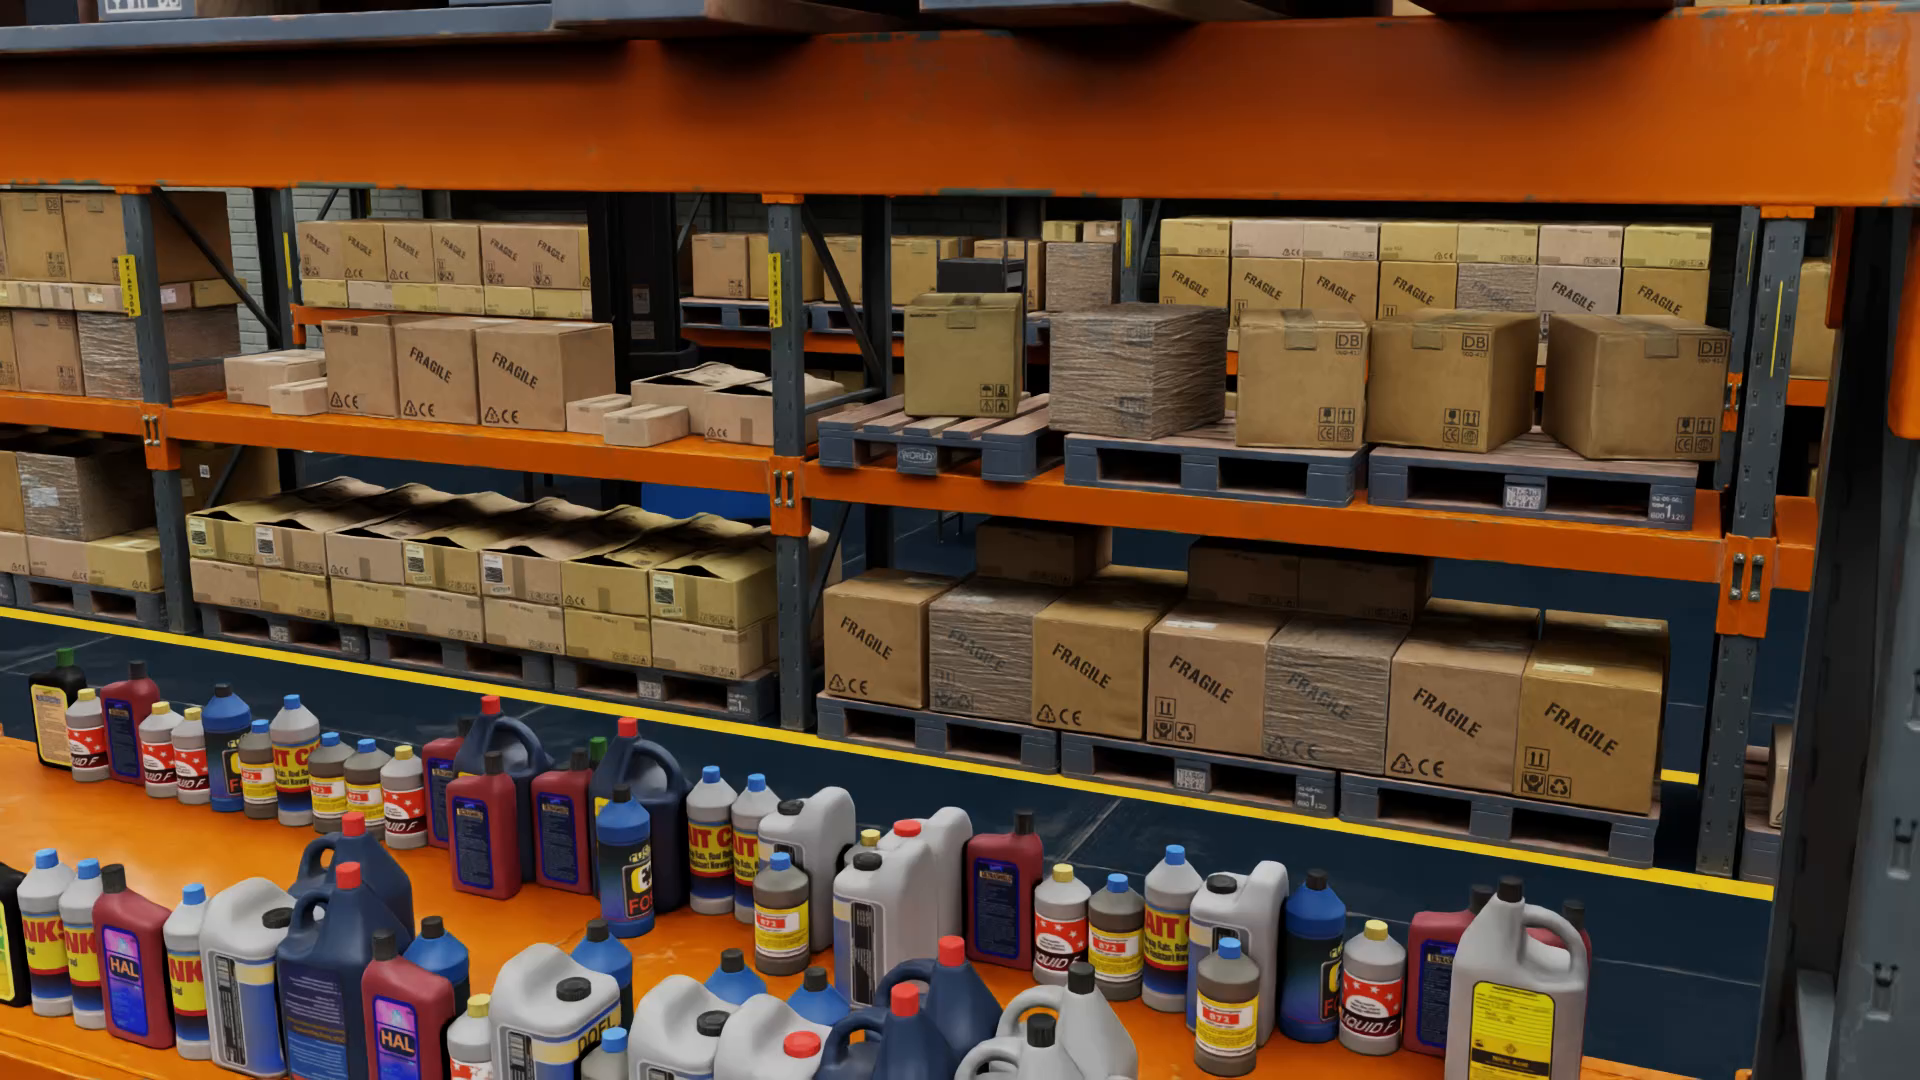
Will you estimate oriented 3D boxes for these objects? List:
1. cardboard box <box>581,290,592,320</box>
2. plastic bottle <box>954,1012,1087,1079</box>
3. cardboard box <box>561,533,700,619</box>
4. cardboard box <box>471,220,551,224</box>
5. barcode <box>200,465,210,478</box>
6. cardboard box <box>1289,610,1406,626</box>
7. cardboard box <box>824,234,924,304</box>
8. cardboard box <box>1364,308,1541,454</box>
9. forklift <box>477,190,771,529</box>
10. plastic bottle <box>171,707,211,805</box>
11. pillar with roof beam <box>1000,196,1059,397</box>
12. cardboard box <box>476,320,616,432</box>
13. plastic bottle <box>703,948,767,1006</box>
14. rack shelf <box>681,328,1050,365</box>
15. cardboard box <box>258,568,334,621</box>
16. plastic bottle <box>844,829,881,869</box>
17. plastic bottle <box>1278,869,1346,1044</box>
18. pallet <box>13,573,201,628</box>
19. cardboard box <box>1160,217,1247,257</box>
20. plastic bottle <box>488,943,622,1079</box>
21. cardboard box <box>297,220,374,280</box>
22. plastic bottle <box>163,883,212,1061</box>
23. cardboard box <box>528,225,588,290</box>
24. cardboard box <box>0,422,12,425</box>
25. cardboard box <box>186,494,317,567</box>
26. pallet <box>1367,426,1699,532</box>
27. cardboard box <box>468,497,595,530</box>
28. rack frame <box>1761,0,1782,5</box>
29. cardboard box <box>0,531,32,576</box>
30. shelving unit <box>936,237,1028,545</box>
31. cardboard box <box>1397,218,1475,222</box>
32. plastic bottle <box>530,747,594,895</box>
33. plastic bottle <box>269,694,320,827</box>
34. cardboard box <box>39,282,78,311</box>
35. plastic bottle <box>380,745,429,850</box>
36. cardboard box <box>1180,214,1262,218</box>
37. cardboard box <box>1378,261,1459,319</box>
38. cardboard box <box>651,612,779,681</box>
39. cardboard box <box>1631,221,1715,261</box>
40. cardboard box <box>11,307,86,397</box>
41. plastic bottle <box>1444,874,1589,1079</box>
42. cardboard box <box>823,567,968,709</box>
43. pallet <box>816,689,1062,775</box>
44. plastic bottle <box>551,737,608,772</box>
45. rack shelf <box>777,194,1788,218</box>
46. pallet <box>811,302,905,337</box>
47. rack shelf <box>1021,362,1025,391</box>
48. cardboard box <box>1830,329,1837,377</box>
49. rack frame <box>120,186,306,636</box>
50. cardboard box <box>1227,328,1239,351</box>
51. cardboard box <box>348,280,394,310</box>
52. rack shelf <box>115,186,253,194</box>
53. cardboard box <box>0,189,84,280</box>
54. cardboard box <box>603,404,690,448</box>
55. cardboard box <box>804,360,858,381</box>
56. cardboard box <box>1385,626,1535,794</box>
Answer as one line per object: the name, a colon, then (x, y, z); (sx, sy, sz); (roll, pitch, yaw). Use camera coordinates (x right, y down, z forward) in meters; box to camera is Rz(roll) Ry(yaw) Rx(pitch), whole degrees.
cardboard box: (-2.806, -1.979, 13.909); (0.500, 0.250, 0.500); (6, 14, 23)
plastic bottle: (0.078, 0.755, 2.081); (0.185, 0.351, 0.144); (6, 14, 23)
cardboard box: (-1.653, 0.160, 8.377); (0.500, 0.311, 0.500); (6, 14, 22)
cardboard box: (-4.000, -2.593, 14.881); (0.500, 0.500, 0.500); (6, 14, 24)
barcode: (-4.189, -0.381, 9.220); (0.075, 0.075, 0.001); (6, 14, 23)
cardboard box: (1.771, 0.525, 7.459); (0.500, 0.500, 0.500); (6, 14, 24)
cardboard box: (-0.676, -2.163, 13.226); (0.500, 0.500, 0.700); (8, 15, 31)
cardboard box: (2.064, -0.681, 6.953); (0.500, 0.500, 0.700); (8, 16, 32)
forklift: (-2.602, -1.357, 11.124); (3.031, 2.935, 1.130); (-2, 13, -6)
plastic bottle: (-1.665, 0.467, 3.633); (0.097, 0.201, 0.097); (0, 13, 0)
pillar with roof beam: (-1.175, -4.014, 9.165); (0.400, 9.000, 9.100); (6, 14, 23)
cardboard box: (-2.137, -0.858, 8.624); (0.500, 0.500, 0.500); (5, 14, 20)
plastic bottle: (-0.325, 0.720, 2.401); (0.097, 0.271, 0.097); (0, 13, 0)
rack shelf: (-0.422, -1.527, 13.270); (4.000, 0.370, 1.077); (6, 14, 23)
cardboard box: (-3.518, 0.244, 9.250); (0.500, 0.250, 0.500); (6, 15, 25)
plastic bottle: (-0.159, 0.620, 2.983); (0.097, 0.201, 0.097); (0, 13, 0)
plastic bottle: (0.565, 0.659, 2.663); (0.097, 0.271, 0.097); (0, 13, 0)
pallet: (-4.964, 0.248, 10.236); (1.213, 0.211, 1.003); (6, 14, 23)
cardboard box: (1.744, -2.162, 11.846); (0.500, 0.250, 0.500); (6, 15, 25)
plastic bottle: (-0.570, 0.724, 2.373); (0.135, 0.276, 0.152); (6, 14, 23)
cardboard box: (-5.593, -2.627, 15.028); (0.500, 0.500, 0.500); (6, 14, 23)
plastic bottle: (-1.191, 0.671, 2.612); (0.097, 0.271, 0.097); (0, 13, 0)
cardboard box: (-3.267, -2.388, 14.009); (0.500, 0.500, 0.500); (6, 14, 23)
cardboard box: (-6.380, -0.551, 10.996); (0.500, 0.500, 0.500); (6, 14, 23)
cardboard box: (-3.977, -0.076, 9.383); (0.500, 0.311, 0.500); (6, 14, 23)
pallet: (2.374, -0.290, 6.846); (1.213, 0.211, 1.003); (6, 14, 23)
cardboard box: (-2.376, -0.048, 9.264); (0.500, 0.311, 0.500); (6, 14, 23)
rack frame: (5.064, -4.243, 10.137); (0.127, 3.000, 1.000); (6, 14, 23)
cardboard box: (-5.682, 0.018, 10.211); (0.500, 0.250, 0.500); (6, 14, 23)
shelving unit: (0.151, -1.007, 11.450); (0.503, 2.100, 0.431); (6, 14, 23)
cardboard box: (3.332, -2.129, 11.705); (0.500, 0.250, 0.500); (5, 14, 22)
plastic bottle: (-0.752, 0.530, 3.184); (0.133, 0.283, 0.061); (6, 14, 23)
plastic bottle: (-1.398, 0.460, 3.510); (0.097, 0.271, 0.097); (0, 13, 0)
cardboard box: (-5.055, -1.419, 9.597); (0.250, 0.149, 0.380); (5, 14, 22)
plastic bottle: (-1.131, 0.521, 3.403); (0.097, 0.201, 0.097); (0, 13, 0)
cardboard box: (1.926, -2.273, 12.318); (0.500, 0.250, 0.500); (6, 15, 25)
cardboard box: (3.155, -1.654, 11.323); (0.500, 0.500, 0.500); (6, 15, 25)
cardboard box: (-1.176, 0.479, 8.245); (0.500, 0.250, 0.500); (6, 15, 25)
cardboard box: (4.749, -1.987, 11.102); (0.500, 0.250, 0.500); (6, 15, 25)
cardboard box: (-5.147, -1.163, 9.926); (0.500, 0.500, 0.700); (6, 14, 23)
plastic bottle: (0.824, 0.667, 2.453); (0.185, 0.351, 0.144); (6, 14, 23)
cardboard box: (-0.296, 0.448, 7.790); (0.500, 0.500, 0.500); (6, 15, 26)
pallet: (0.071, 0.778, 7.979); (1.213, 0.211, 1.003); (6, 14, 23)
plastic bottle: (-0.727, 0.518, 3.239); (0.133, 0.283, 0.061); (6, 14, 23)
rack shelf: (1.232, -1.582, 6.940); (4.000, 0.370, 1.077); (6, 14, 23)
pallet: (-0.420, -1.773, 13.166); (1.213, 0.211, 1.003); (6, 14, 23)
rack shelf: (0.151, -0.994, 11.453); (0.480, 0.518, 0.431); (6, 14, 23)
cardboard box: (3.628, -0.830, 6.317); (0.500, 0.500, 0.500); (6, 14, 24)
rack frame: (-4.254, -1.027, 9.566); (0.127, 3.000, 1.000); (6, 14, 23)
cardboard box: (2.049, -1.433, 11.803); (0.250, 0.149, 0.380); (6, 15, 25)
cardboard box: (-5.110, -2.212, 14.902); (0.500, 0.250, 0.500); (5, 14, 21)
rack shelf: (-6.082, -2.322, 10.094); (4.000, 0.370, 1.077); (6, 14, 23)
cardboard box: (-5.582, -1.840, 9.972); (0.500, 0.500, 0.700); (6, 14, 23)
cardboard box: (-1.531, -0.560, 8.126); (0.250, 0.149, 0.380); (6, 14, 23)
cardboard box: (-1.167, -1.320, 13.681); (0.500, 0.250, 0.500); (5, 14, 22)
cardboard box: (2.045, 0.683, 6.789); (0.500, 0.500, 0.500); (6, 14, 23)
